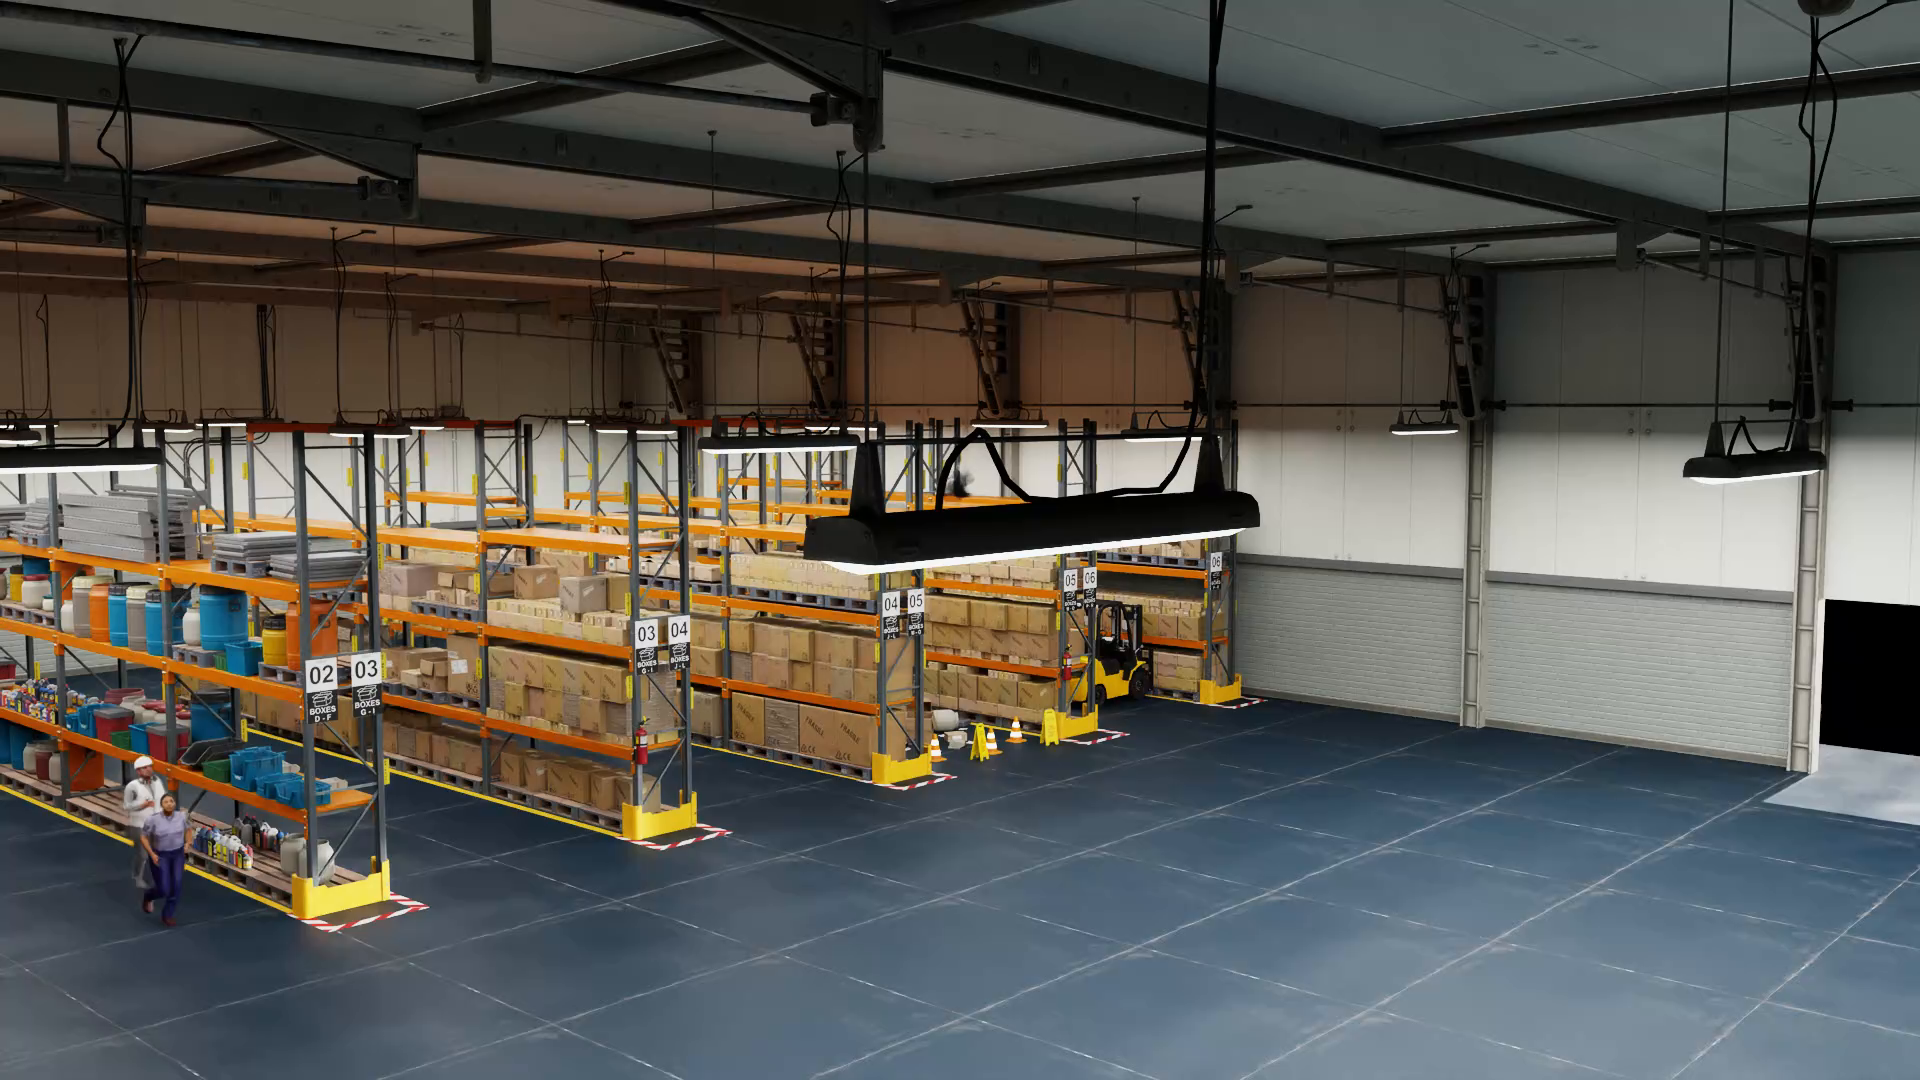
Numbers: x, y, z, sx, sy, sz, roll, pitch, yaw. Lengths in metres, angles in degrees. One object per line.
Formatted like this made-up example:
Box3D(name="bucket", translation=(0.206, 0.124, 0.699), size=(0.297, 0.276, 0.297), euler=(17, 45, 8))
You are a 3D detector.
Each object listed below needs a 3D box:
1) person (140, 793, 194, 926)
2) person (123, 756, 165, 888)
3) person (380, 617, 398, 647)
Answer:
Box3D(name="person", translation=(-9.682, 3.890, 20.344), size=(0.605, 1.602, 0.582), euler=(-5, 7, -45))
Box3D(name="person", translation=(-10.472, 3.694, 21.460), size=(0.734, 1.828, 0.639), euler=(4, 6, 41))
Box3D(name="person", translation=(-13.640, 2.181, 39.846), size=(0.697, 1.759, 0.909), euler=(1, 5, 16))
